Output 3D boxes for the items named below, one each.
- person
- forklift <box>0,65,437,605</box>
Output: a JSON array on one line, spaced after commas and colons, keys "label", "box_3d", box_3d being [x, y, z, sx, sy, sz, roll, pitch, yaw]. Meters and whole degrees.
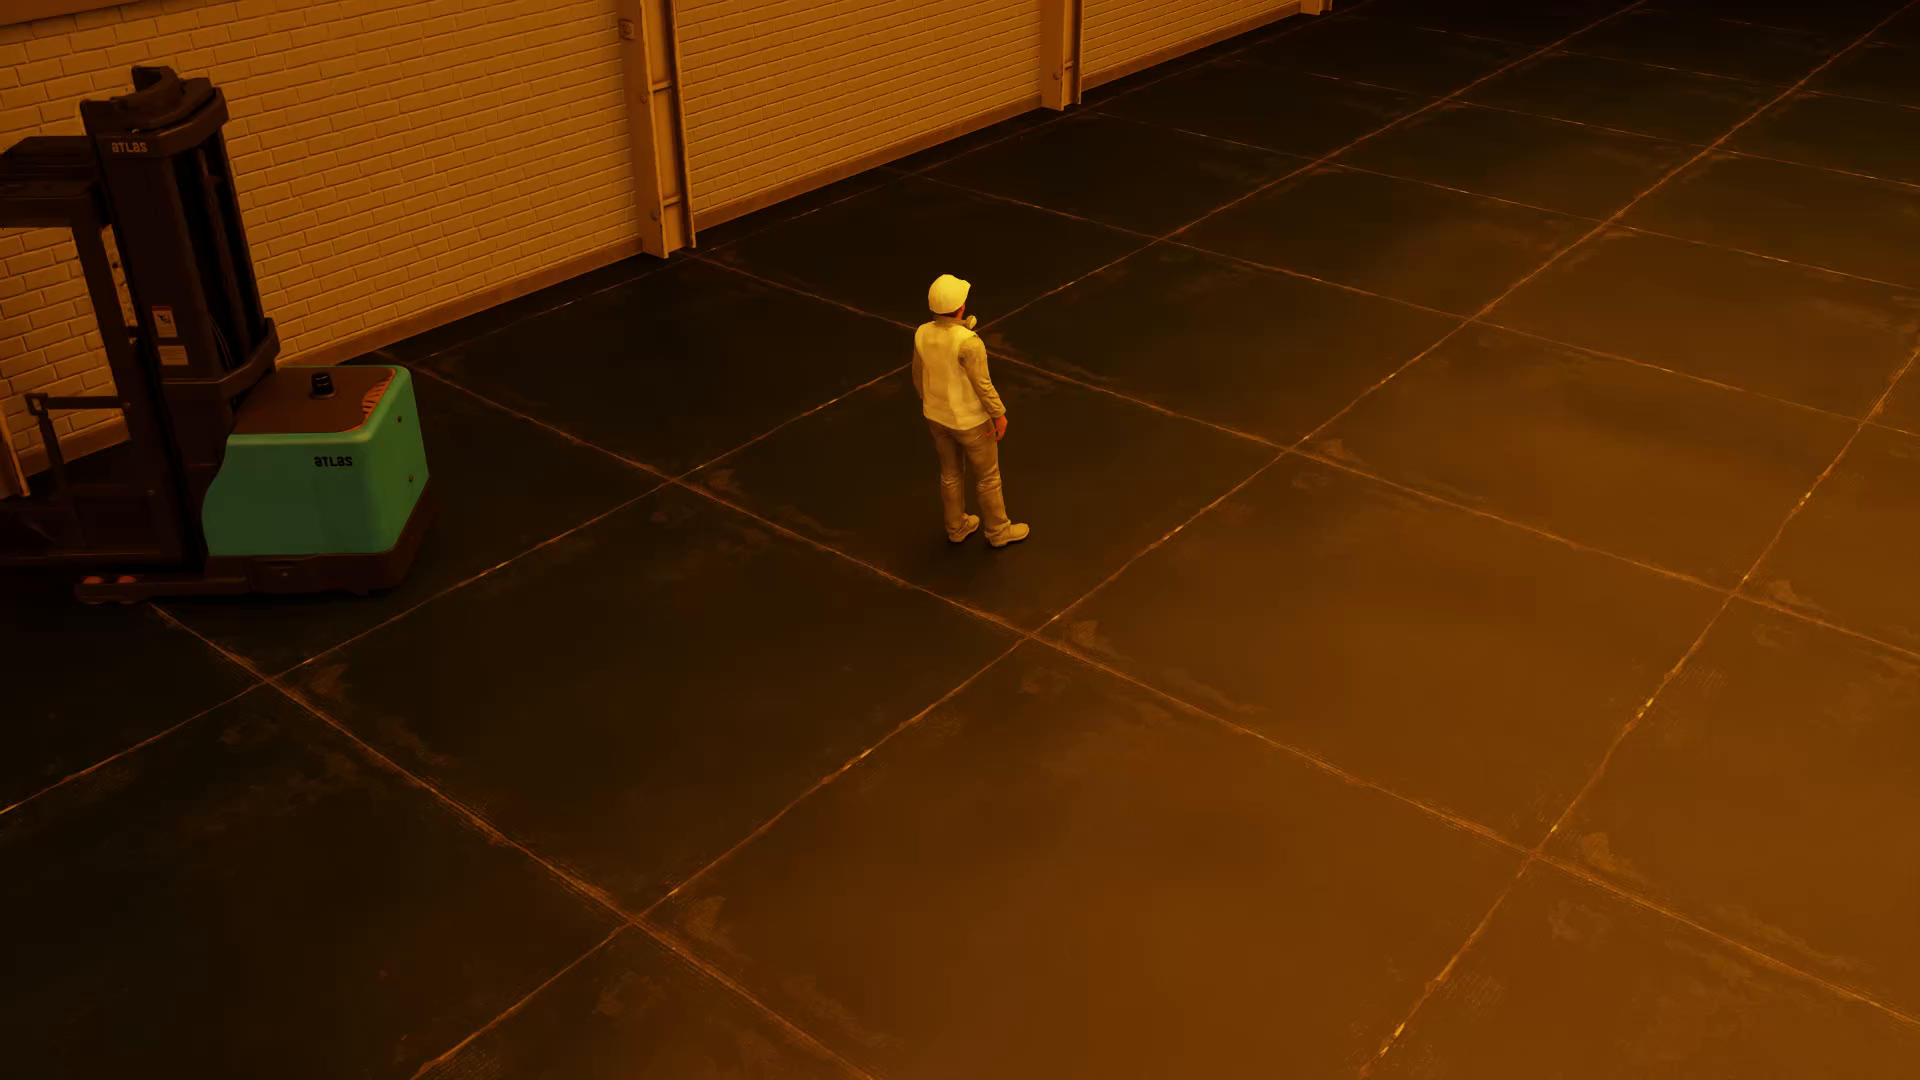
[{"label": "person", "box_3d": [0.045, -0.794, 10.087, 0.633, 1.775, 0.566, 22, 37, 33]}, {"label": "forklift", "box_3d": [-4.857, -1.153, 9.568, 3.031, 2.935, 1.130, -1, 30, -2]}]
